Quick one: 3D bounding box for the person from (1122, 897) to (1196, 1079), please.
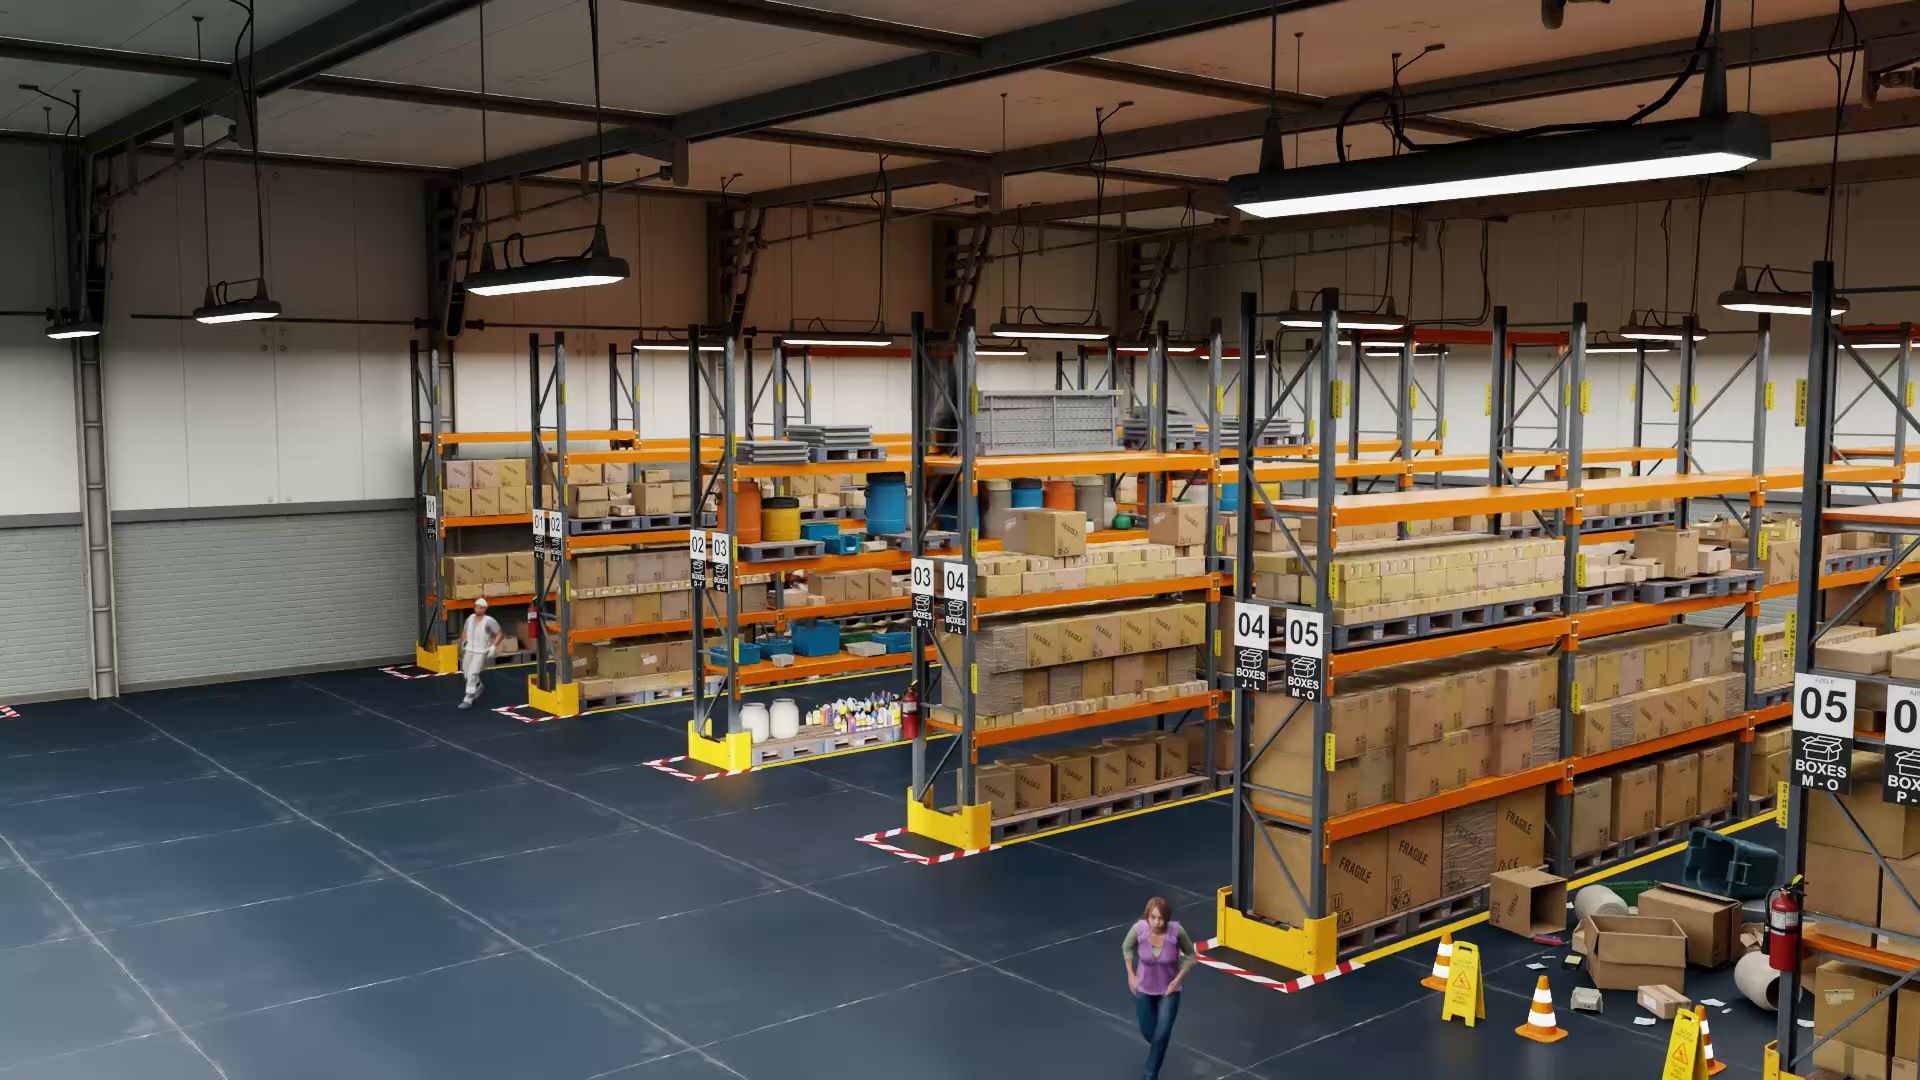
[{"bbox_3d":[1.457,3.300,12.209,0.536,1.542,0.768,1,5,6],"label":"person"}]

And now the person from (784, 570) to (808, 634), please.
[{"bbox_3d":[-3.096,1.394,31.560,0.585,1.731,0.661,-3,6,-33],"label":"person"}]

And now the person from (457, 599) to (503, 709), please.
[{"bbox_3d":[-7.724,1.808,26.811,0.705,1.755,0.807,2,6,16],"label":"person"}]
